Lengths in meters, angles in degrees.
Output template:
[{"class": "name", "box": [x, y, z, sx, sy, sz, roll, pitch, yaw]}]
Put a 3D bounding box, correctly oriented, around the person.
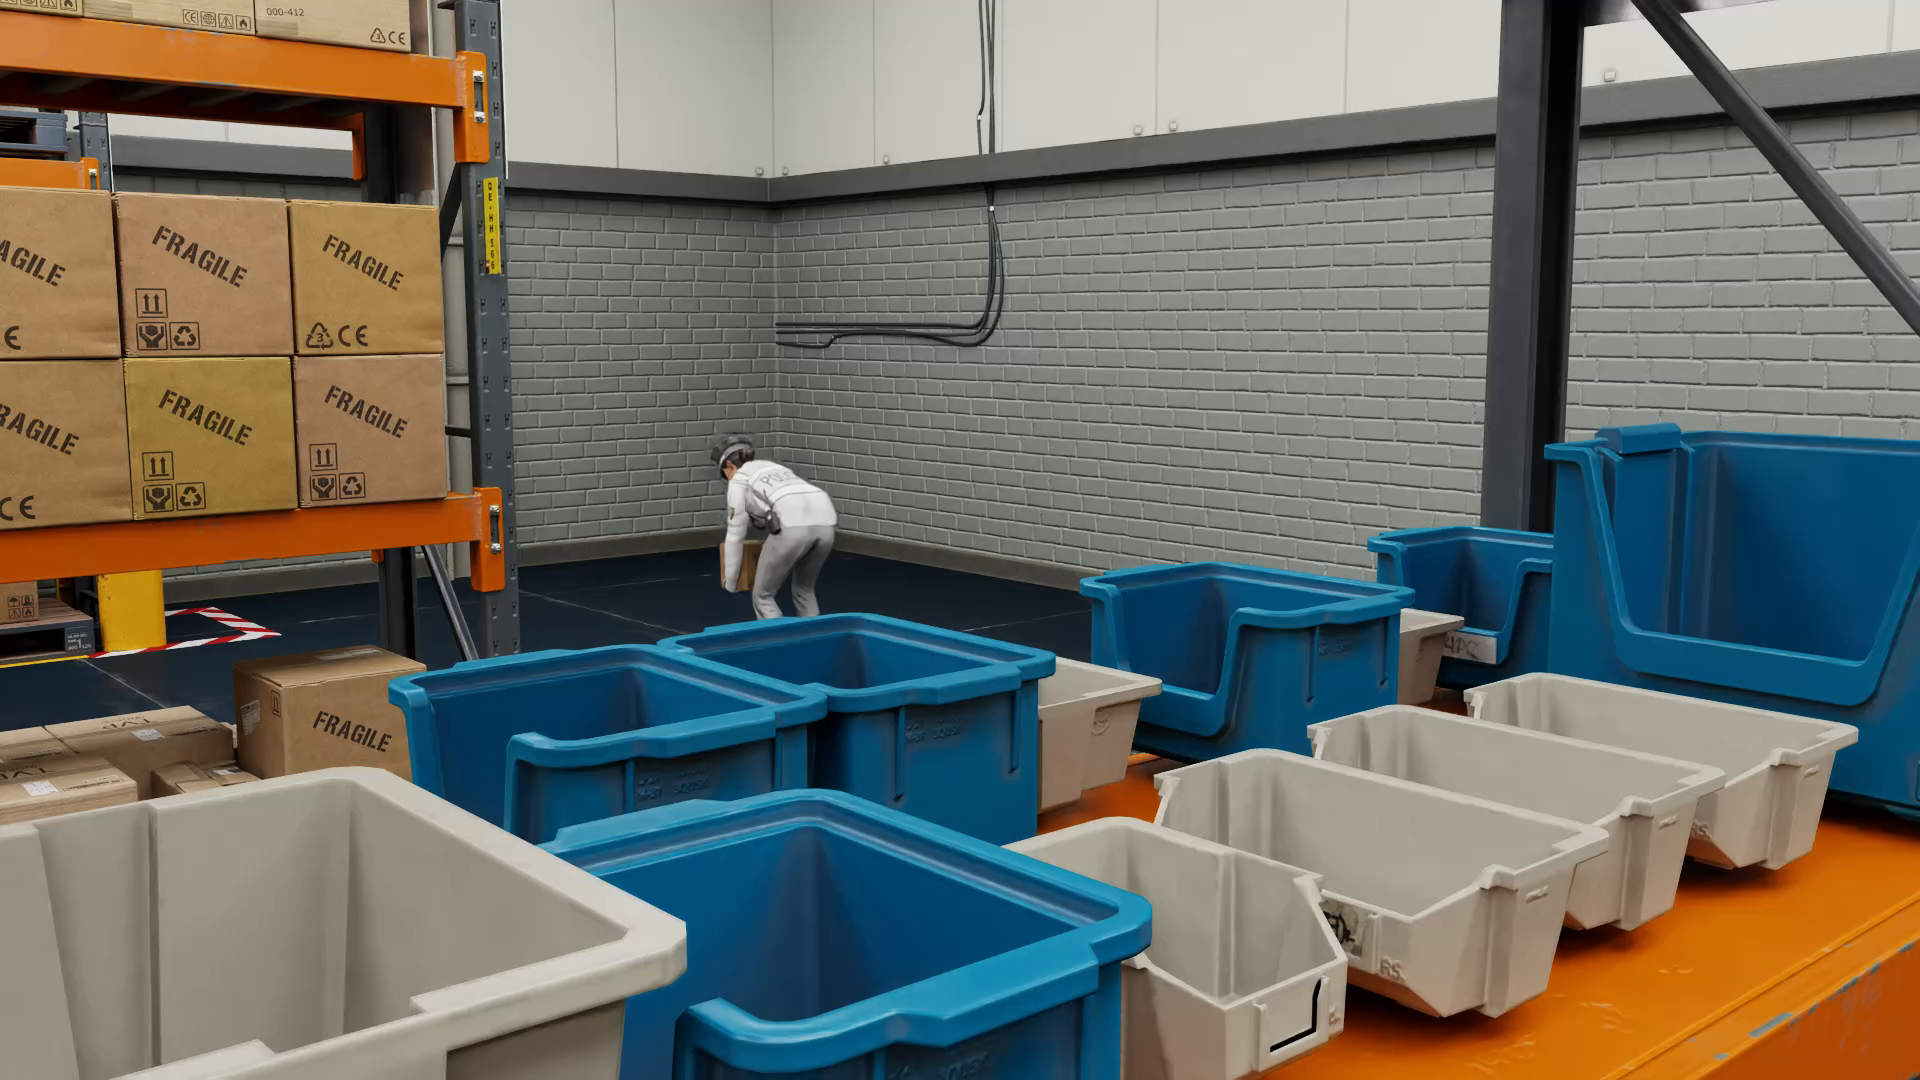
[{"class": "person", "box": [-1.028, 0.094, 9.002, 0.411, 1.295, 0.879, -7, 10, -43]}]
